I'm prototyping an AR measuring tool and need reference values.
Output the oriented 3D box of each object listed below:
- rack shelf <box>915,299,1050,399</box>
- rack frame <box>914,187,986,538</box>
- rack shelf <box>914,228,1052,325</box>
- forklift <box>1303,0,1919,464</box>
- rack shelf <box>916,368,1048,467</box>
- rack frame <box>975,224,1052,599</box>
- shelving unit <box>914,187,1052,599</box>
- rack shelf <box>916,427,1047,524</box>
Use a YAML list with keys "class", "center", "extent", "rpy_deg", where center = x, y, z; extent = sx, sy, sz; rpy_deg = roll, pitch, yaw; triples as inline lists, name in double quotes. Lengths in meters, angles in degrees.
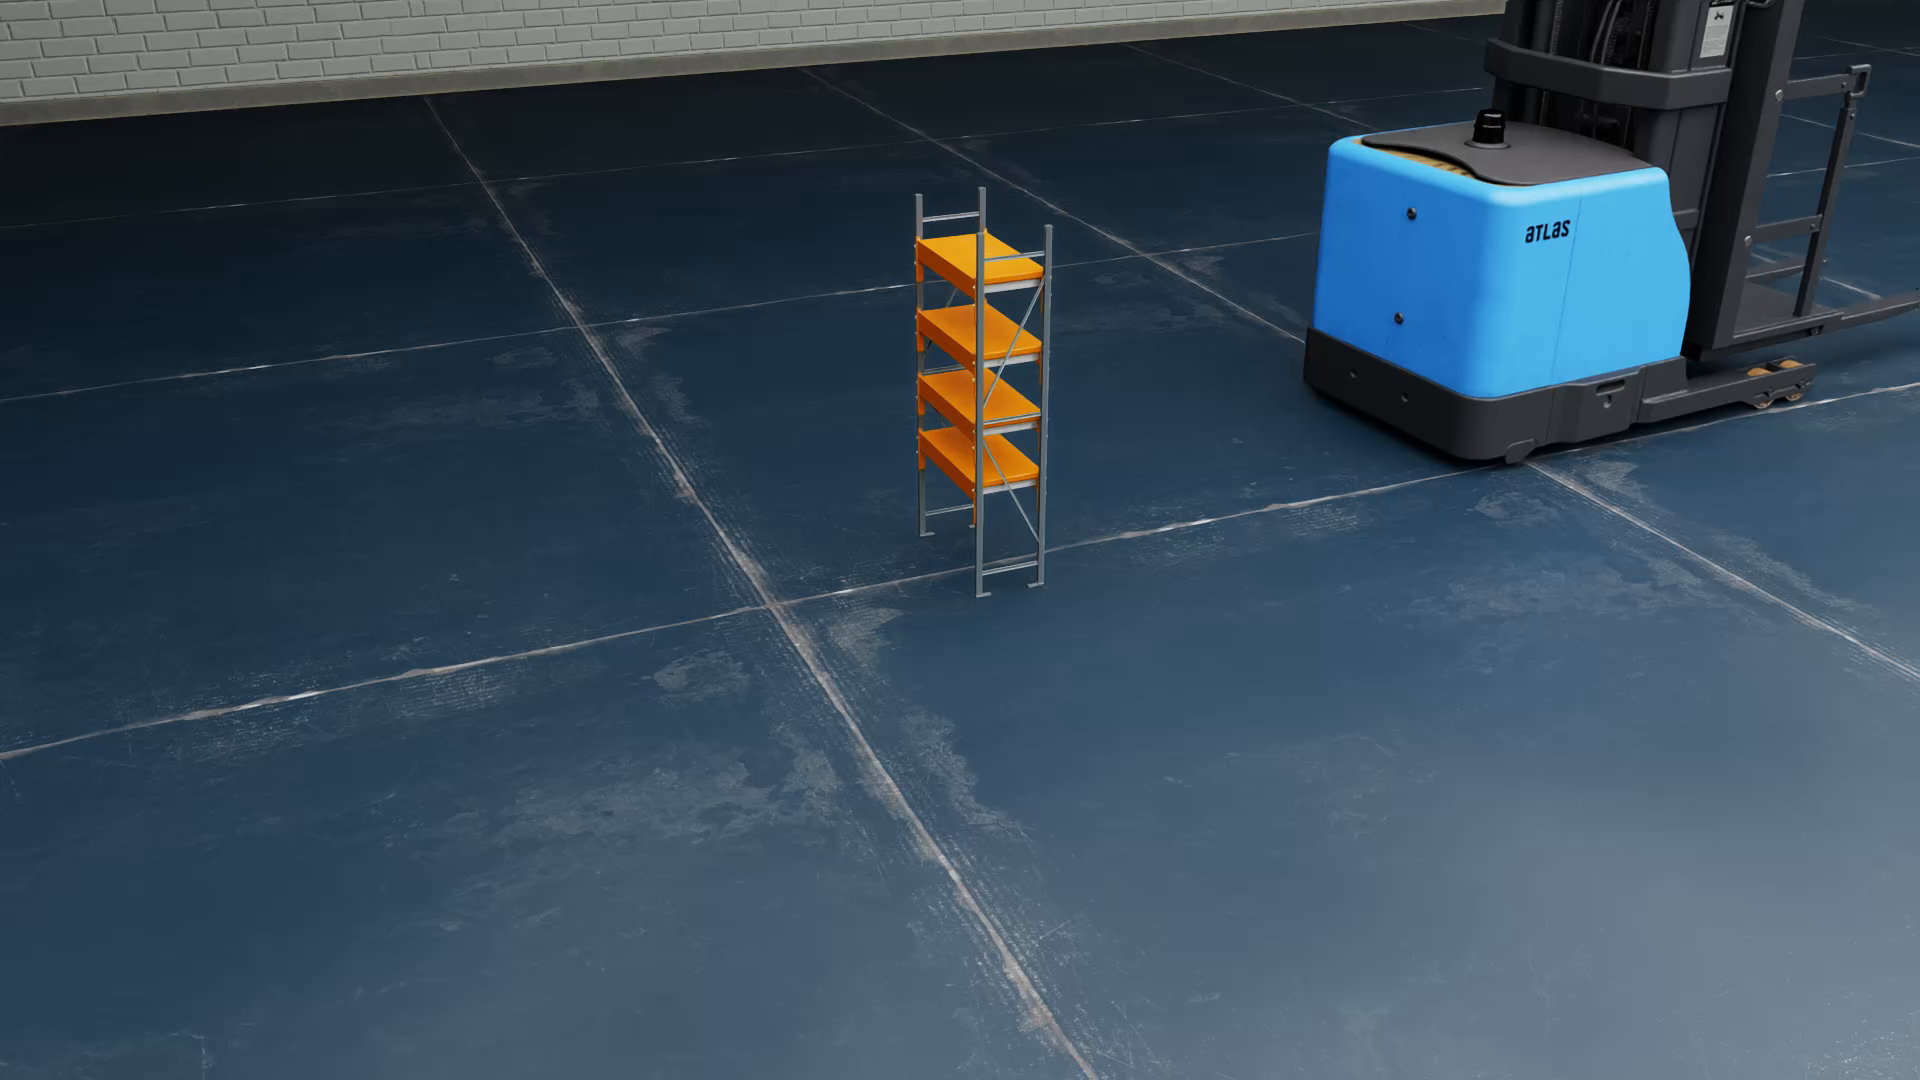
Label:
- class: "rack shelf"
  center: [0.065, -0.613, 5.281]
  extent: [0.258, 0.148, 0.480]
  rpy_deg: [-11, 28, -21]
- class: "rack frame"
  center: [-0.031, -0.571, 5.552]
  extent: [0.240, 1.200, 0.015]
  rpy_deg: [-11, 28, -21]
- class: "rack shelf"
  center: [0.065, -0.825, 5.177]
  extent: [0.258, 0.148, 0.480]
  rpy_deg: [-11, 28, -21]
- class: "forklift"
  center: [2.980, -2.048, 6.603]
  extent: [3.031, 2.935, 1.130]
  rpy_deg: [-13, 29, -25]
- class: "rack shelf"
  center: [0.065, -0.412, 5.379]
  extent: [0.258, 0.148, 0.480]
  rpy_deg: [-11, 28, -21]
- class: "rack frame"
  center: [0.160, -0.374, 5.148]
  extent: [0.240, 1.200, 0.015]
  rpy_deg: [-11, 28, -21]
- class: "shelving unit"
  center: [0.065, -0.472, 5.350]
  extent: [0.258, 1.200, 0.503]
  rpy_deg: [-11, 28, -21]
- class: "rack shelf"
  center: [0.065, -0.233, 5.467]
  extent: [0.258, 0.148, 0.480]
  rpy_deg: [-11, 28, -21]
